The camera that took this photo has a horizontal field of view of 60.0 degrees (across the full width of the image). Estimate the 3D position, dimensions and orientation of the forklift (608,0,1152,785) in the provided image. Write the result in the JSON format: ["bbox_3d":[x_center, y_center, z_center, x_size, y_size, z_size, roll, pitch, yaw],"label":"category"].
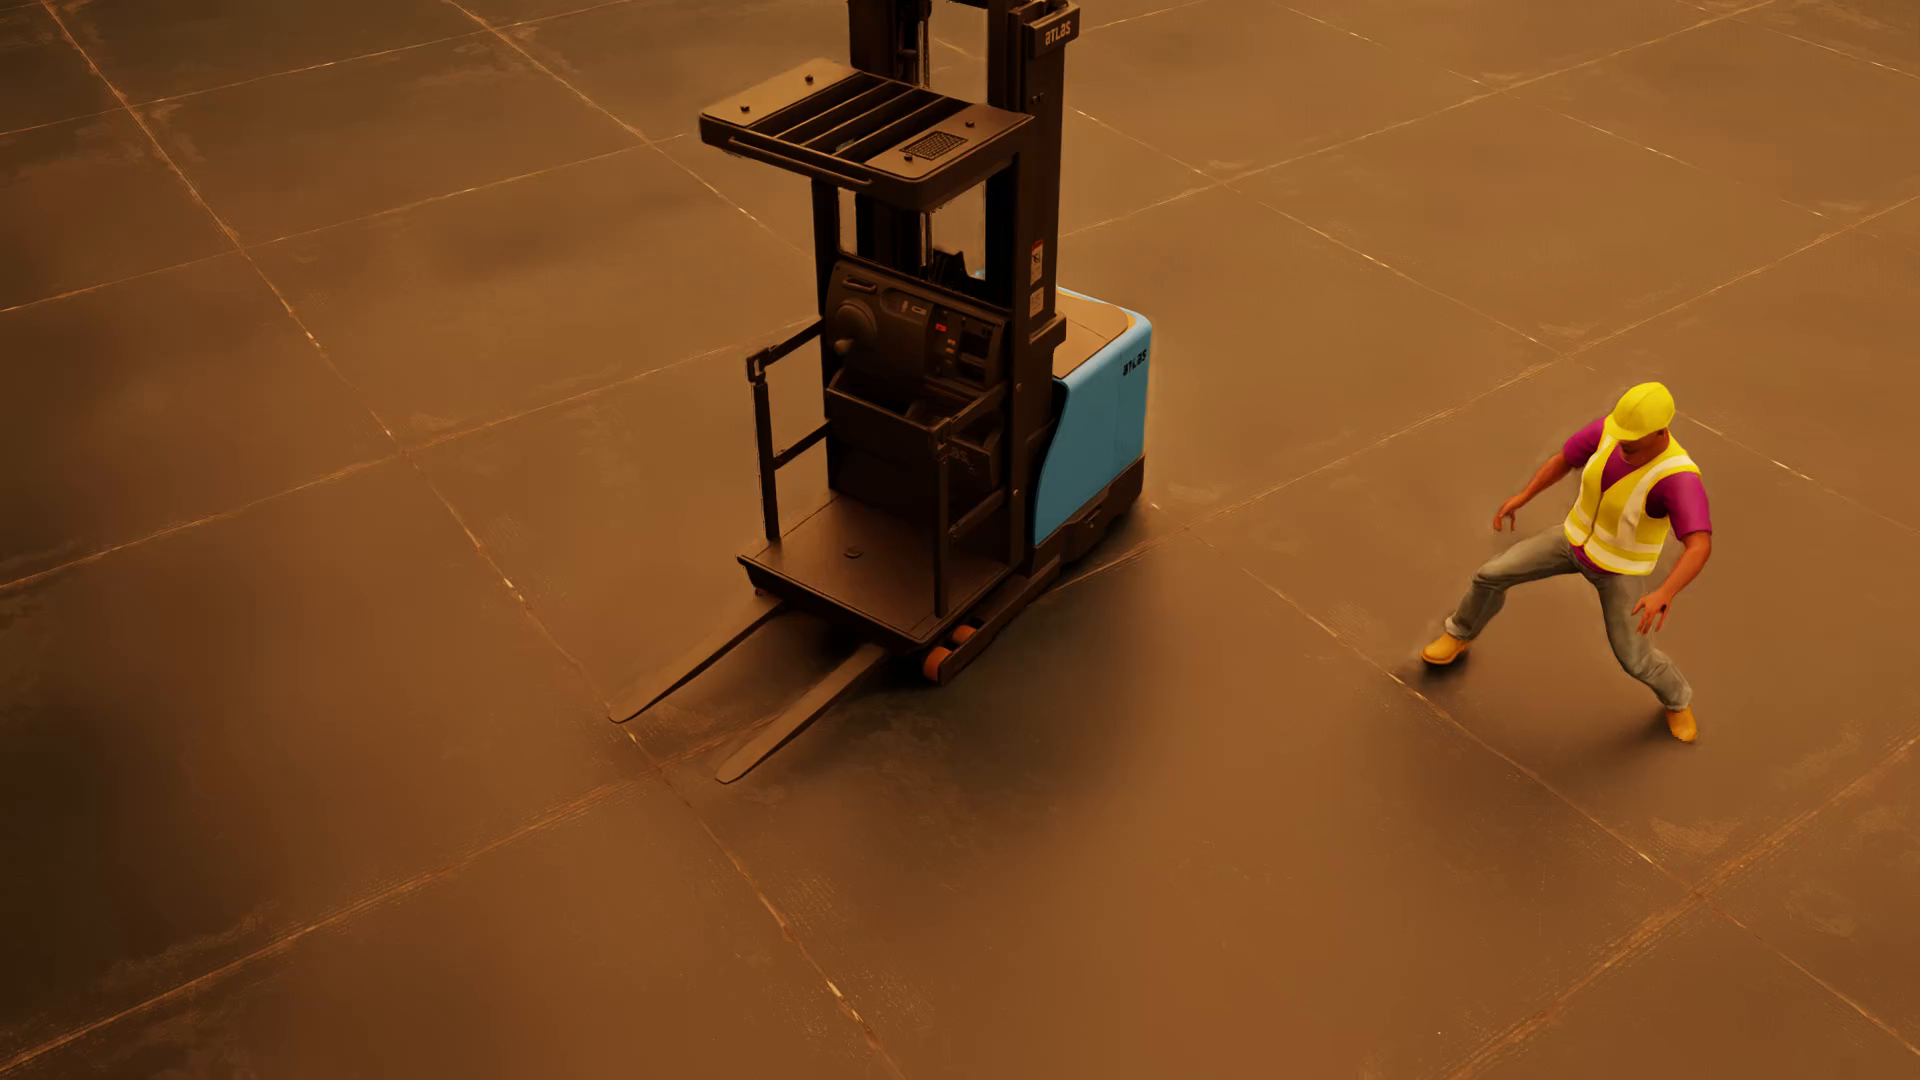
[{"bbox_3d":[-0.326,-0.859,7.106,1.130,2.935,3.031,23,42,28],"label":"forklift"}]

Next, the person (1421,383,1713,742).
[{"bbox_3d":[2.701,0.071,7.013,0.929,1.613,1.028,-16,39,-20],"label":"person"}]
